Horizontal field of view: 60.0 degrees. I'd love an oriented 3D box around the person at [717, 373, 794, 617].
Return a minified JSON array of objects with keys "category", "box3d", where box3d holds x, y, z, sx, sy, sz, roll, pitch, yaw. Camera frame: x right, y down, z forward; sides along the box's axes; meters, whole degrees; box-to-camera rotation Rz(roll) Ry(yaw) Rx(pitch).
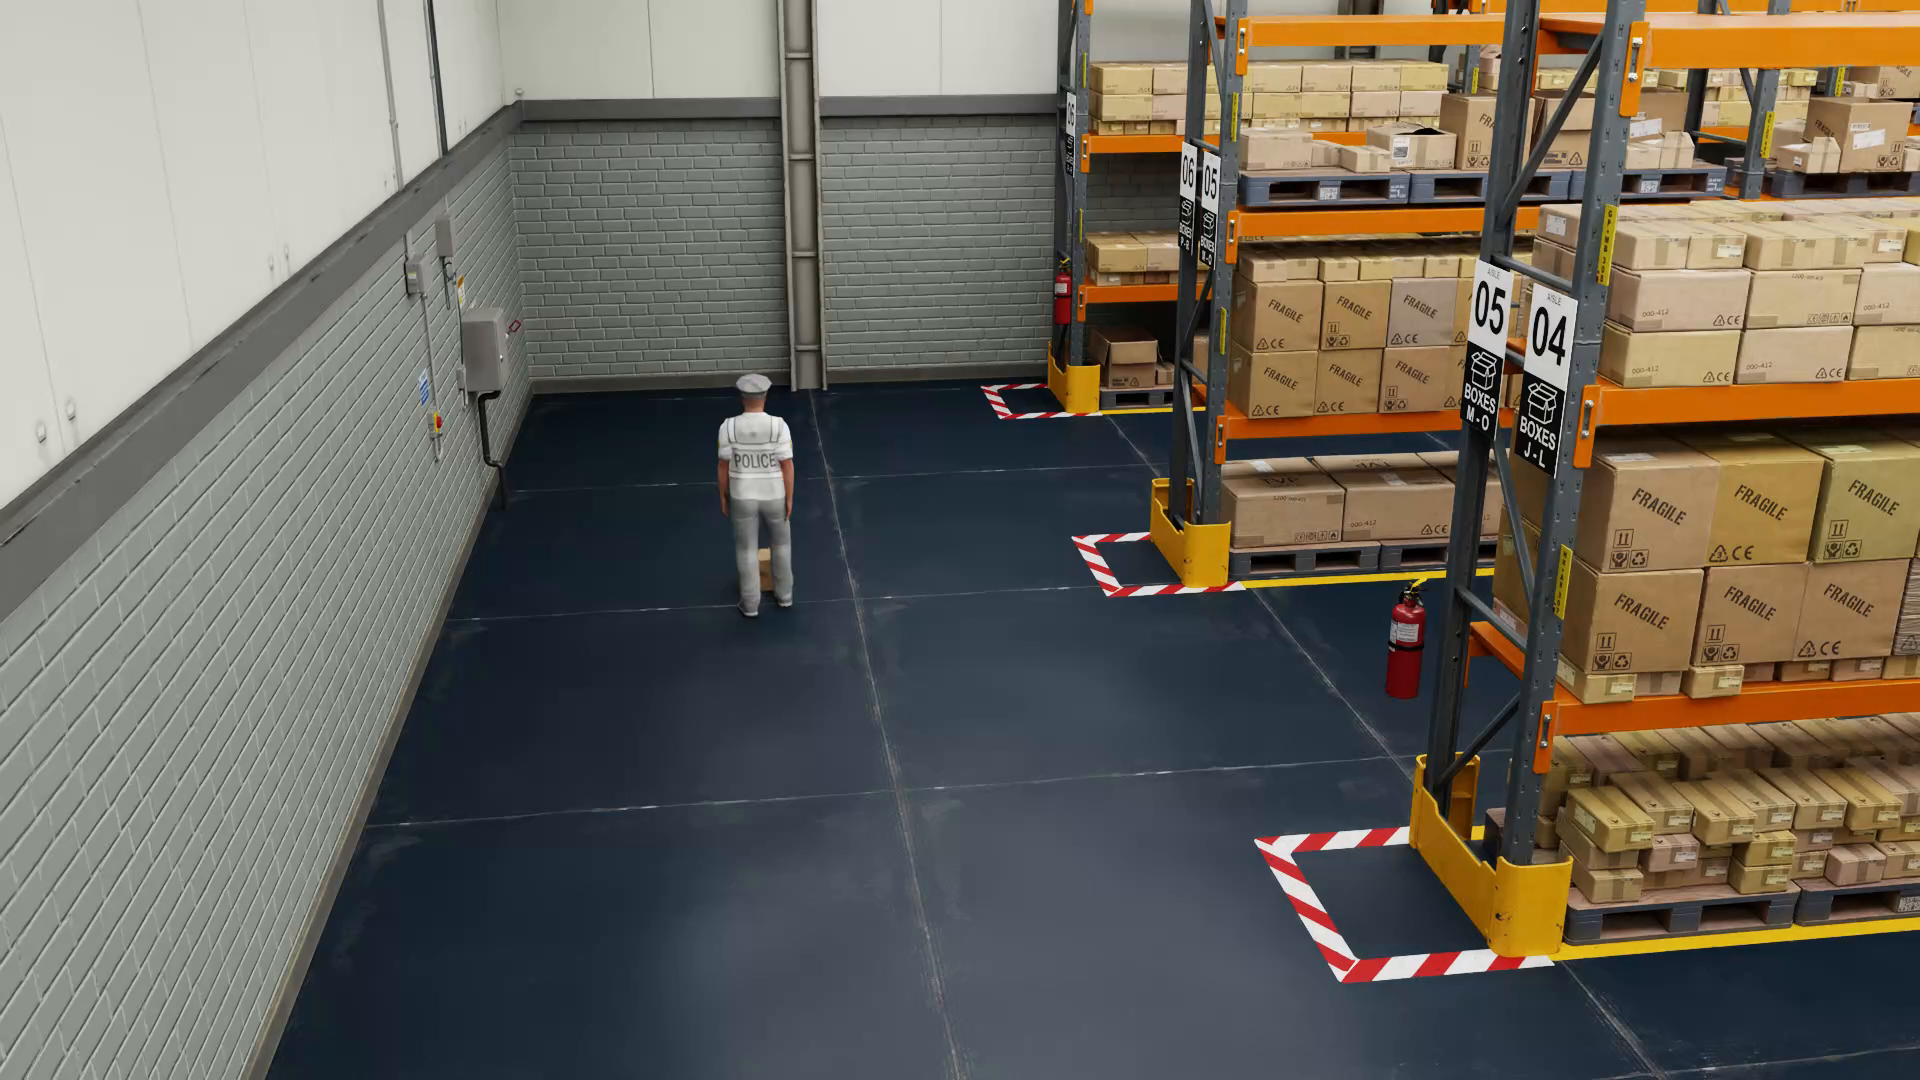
[{"category":"person","box3d":[-1.465,-0.338,11.980,0.538,1.759,0.516,-2,20,-7]}]
